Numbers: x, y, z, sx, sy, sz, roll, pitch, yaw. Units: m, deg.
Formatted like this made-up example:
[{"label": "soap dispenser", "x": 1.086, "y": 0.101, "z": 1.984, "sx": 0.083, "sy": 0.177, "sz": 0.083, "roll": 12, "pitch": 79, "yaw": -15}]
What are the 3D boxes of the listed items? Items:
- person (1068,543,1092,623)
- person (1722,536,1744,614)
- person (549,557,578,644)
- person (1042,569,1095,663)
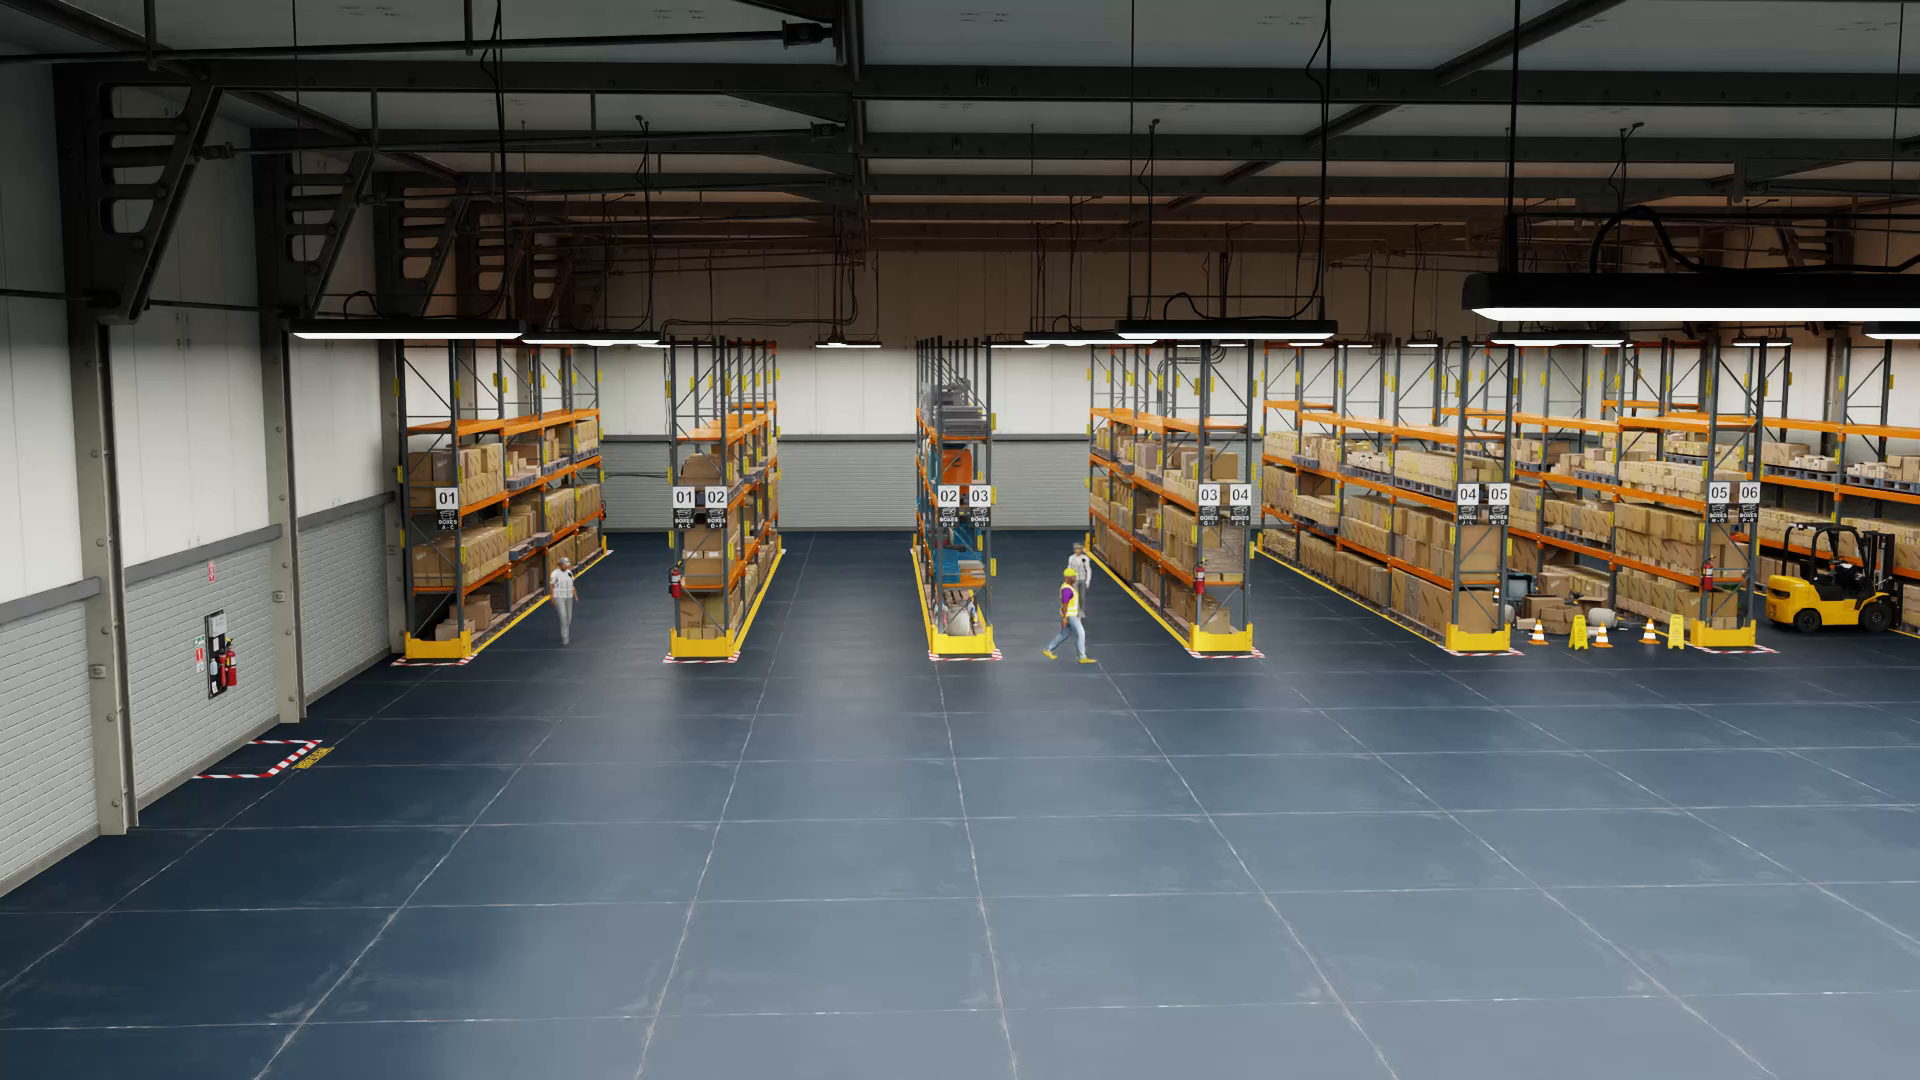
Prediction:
[{"label": "person", "x": 2.538, "y": 0.883, "z": 35.355, "sx": 0.518, "sy": 1.669, "sz": 0.838, "roll": 0, "pitch": 6, "yaw": 2}, {"label": "person", "x": 16.942, "y": 0.768, "z": 36.334, "sx": 0.626, "sy": 1.689, "sz": 0.855, "roll": -1, "pitch": 7, "yaw": -8}, {"label": "person", "x": -7.779, "y": 1.194, "z": 32.853, "sx": 0.638, "sy": 1.699, "sz": 0.503, "roll": 6, "pitch": 9, "yaw": 42}, {"label": "person", "x": 2.003, "y": 1.385, "z": 30.706, "sx": 0.925, "sy": 1.728, "sz": 0.578, "roll": -1, "pitch": 7, "yaw": -5}]
